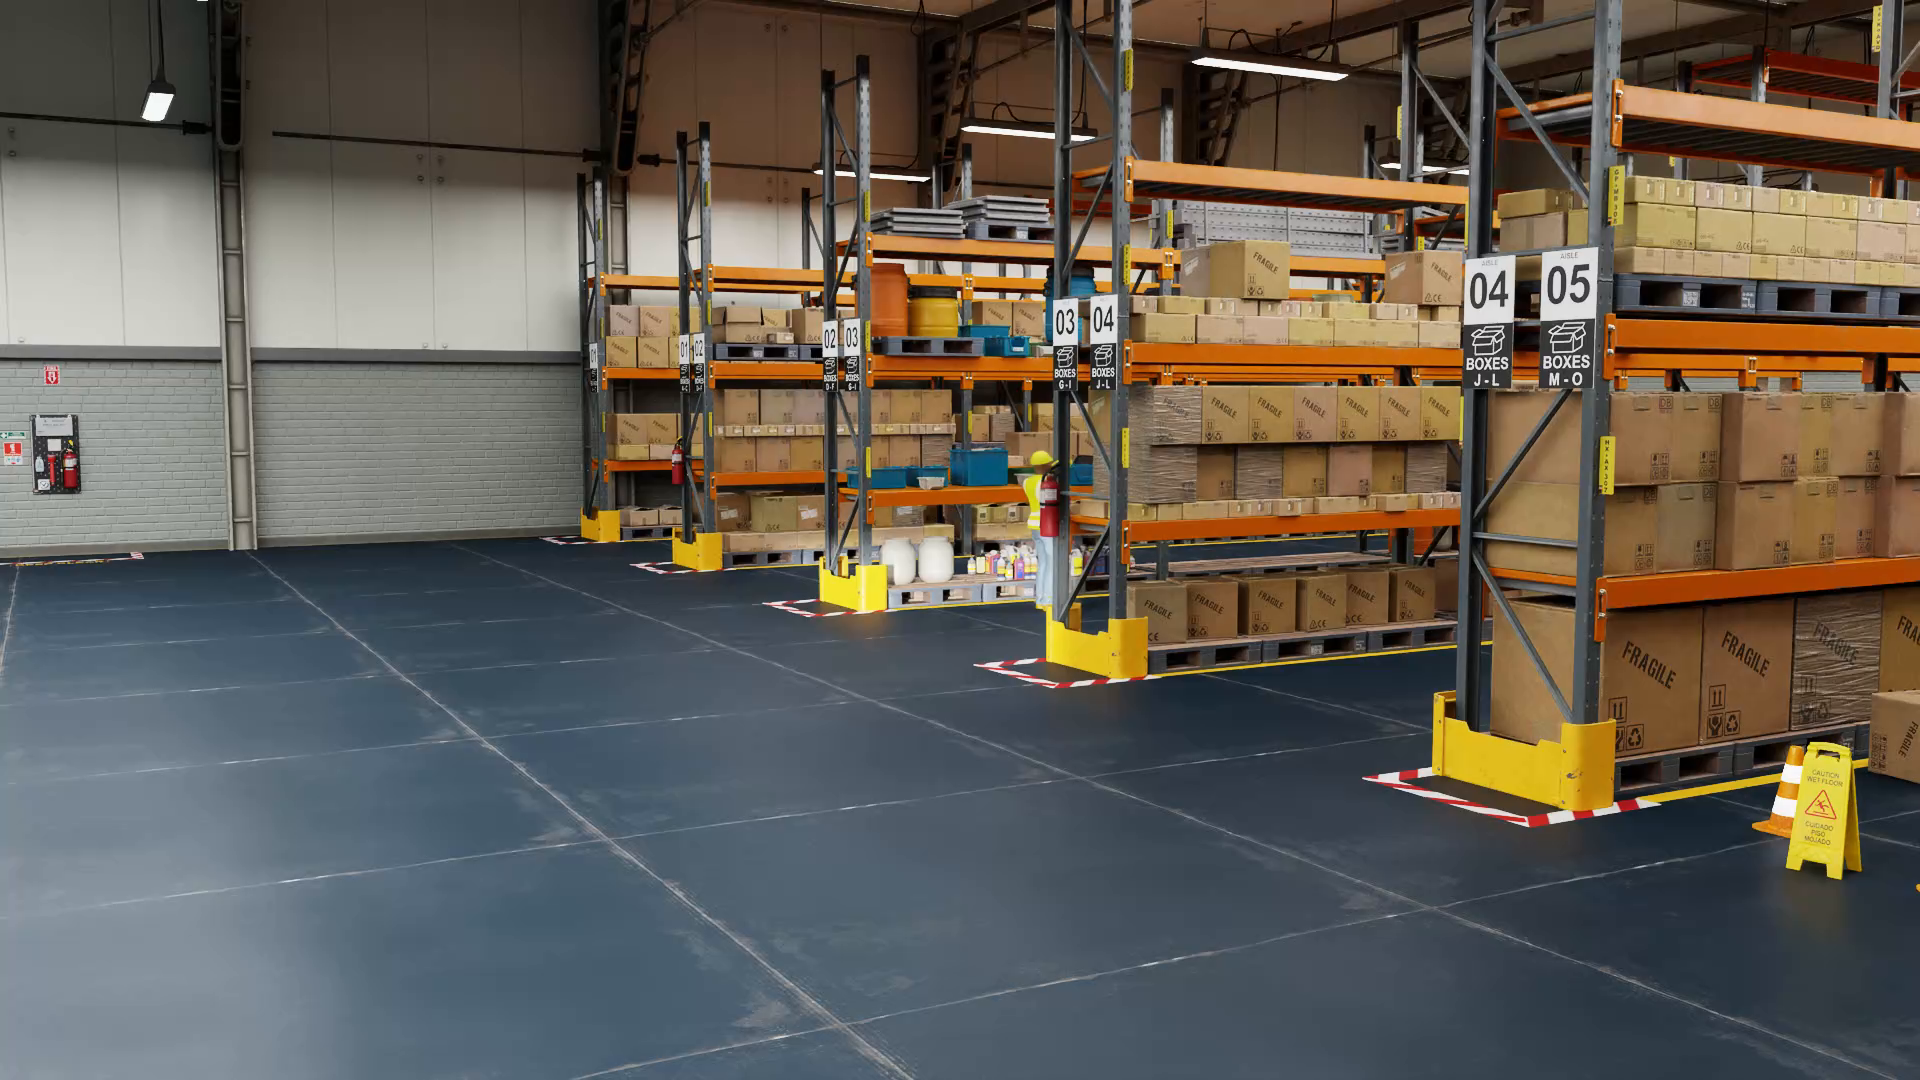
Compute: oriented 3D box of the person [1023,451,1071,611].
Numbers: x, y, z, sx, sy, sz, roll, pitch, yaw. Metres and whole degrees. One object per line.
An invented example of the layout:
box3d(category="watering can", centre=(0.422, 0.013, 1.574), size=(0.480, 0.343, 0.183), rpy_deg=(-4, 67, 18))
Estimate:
box3d(category="person", centre=(1.029, -0.110, 18.418), size=(0.585, 1.760, 0.504), rpy_deg=(-3, 6, -28))
